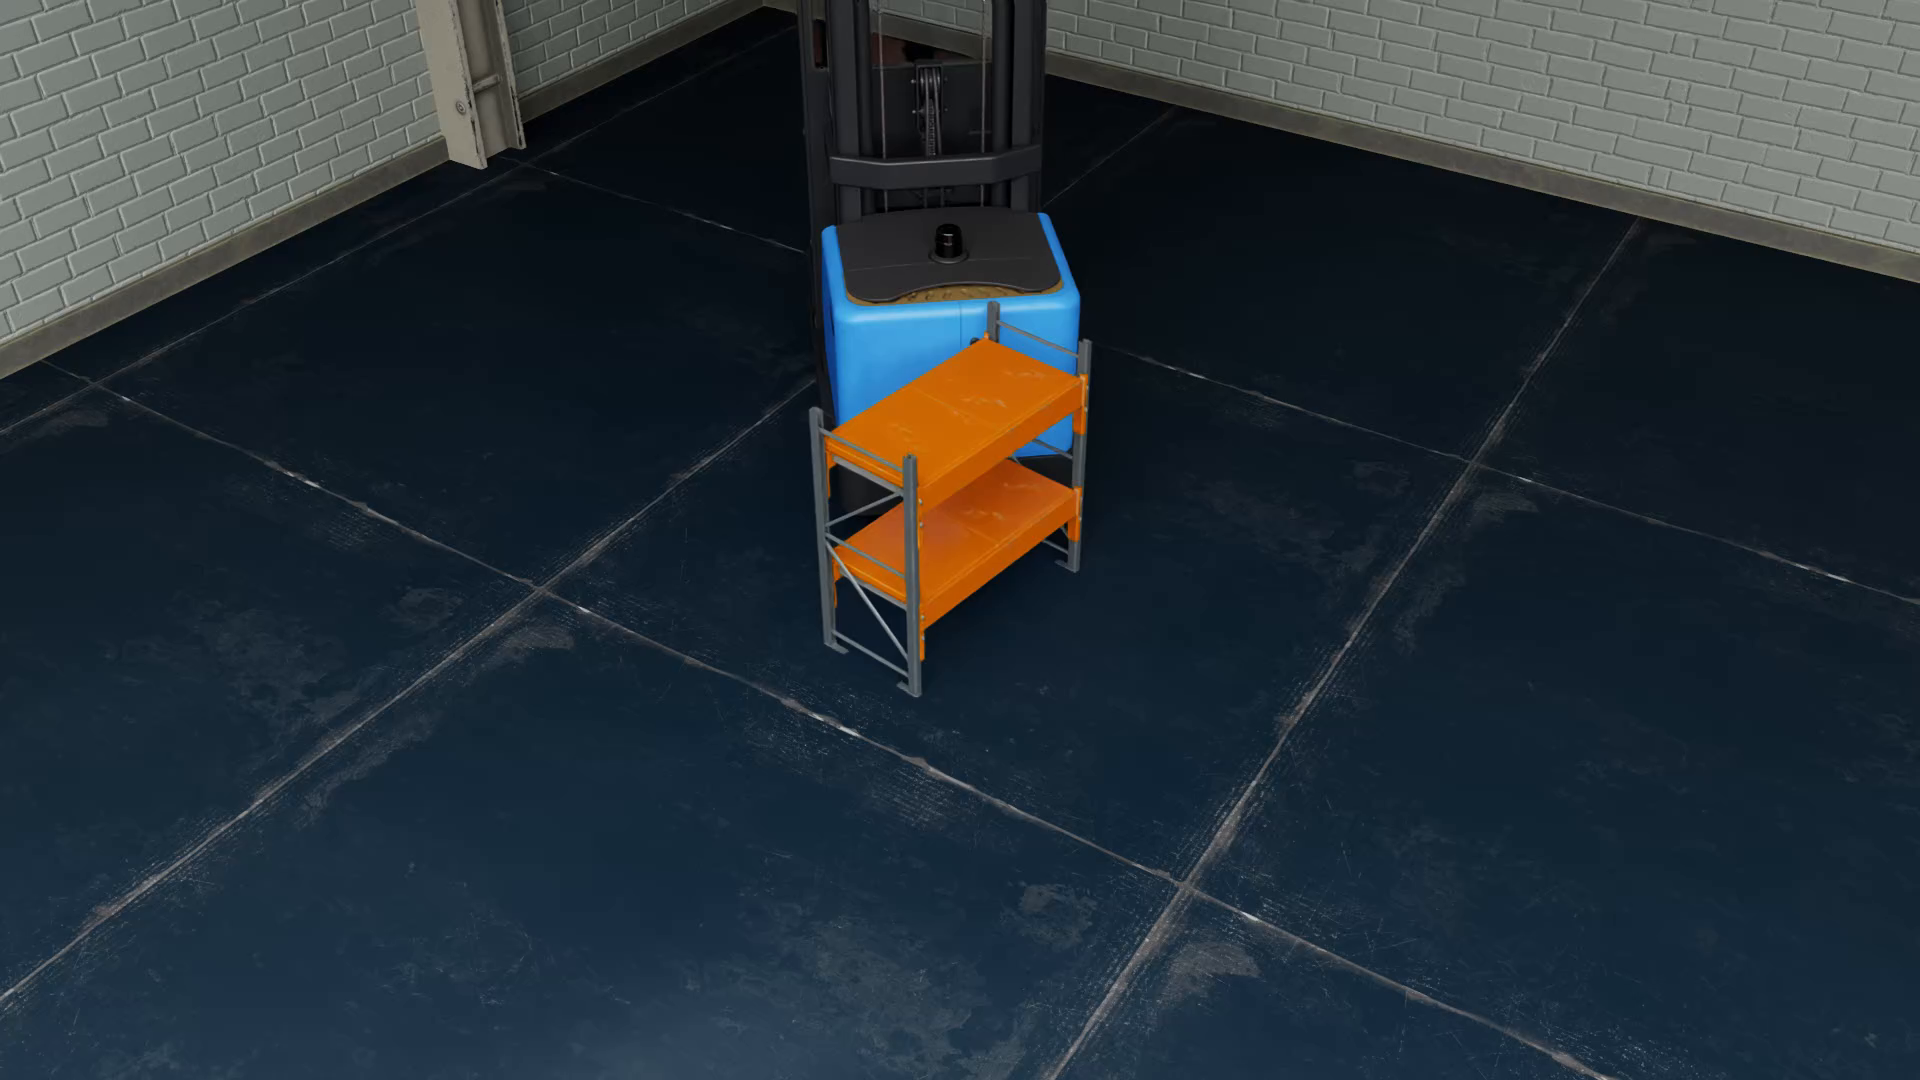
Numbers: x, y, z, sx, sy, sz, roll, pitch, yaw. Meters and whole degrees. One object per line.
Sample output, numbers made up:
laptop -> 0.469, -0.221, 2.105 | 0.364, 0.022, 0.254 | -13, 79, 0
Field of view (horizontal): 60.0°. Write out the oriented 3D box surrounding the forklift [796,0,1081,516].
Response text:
forklift -> -0.199, -2.159, 7.650 | 1.130, 2.935, 3.031 | -5, 38, -6

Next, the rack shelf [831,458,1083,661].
rack shelf -> -0.020, 0.021, 6.701 | 0.538, 0.278, 1.000 | 27, 45, 31

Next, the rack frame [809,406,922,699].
rack frame -> -0.348, 0.065, 6.245 | 0.500, 1.125, 0.032 | 27, 45, 31

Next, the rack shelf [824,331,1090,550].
rack shelf -> -0.020, -0.404, 6.373 | 0.538, 0.278, 1.000 | 27, 45, 31

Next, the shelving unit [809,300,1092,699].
shelving unit -> -0.020, -0.172, 6.552 | 0.538, 1.125, 1.048 | 27, 45, 31

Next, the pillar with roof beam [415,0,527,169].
pillar with roof beam -> 0.677, -4.579, 5.820 | 9.100, 9.000, 0.400 | 21, 42, 25

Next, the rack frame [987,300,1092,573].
rack frame -> 0.309, -0.409, 6.859 | 0.500, 1.125, 0.032 | 27, 45, 31
